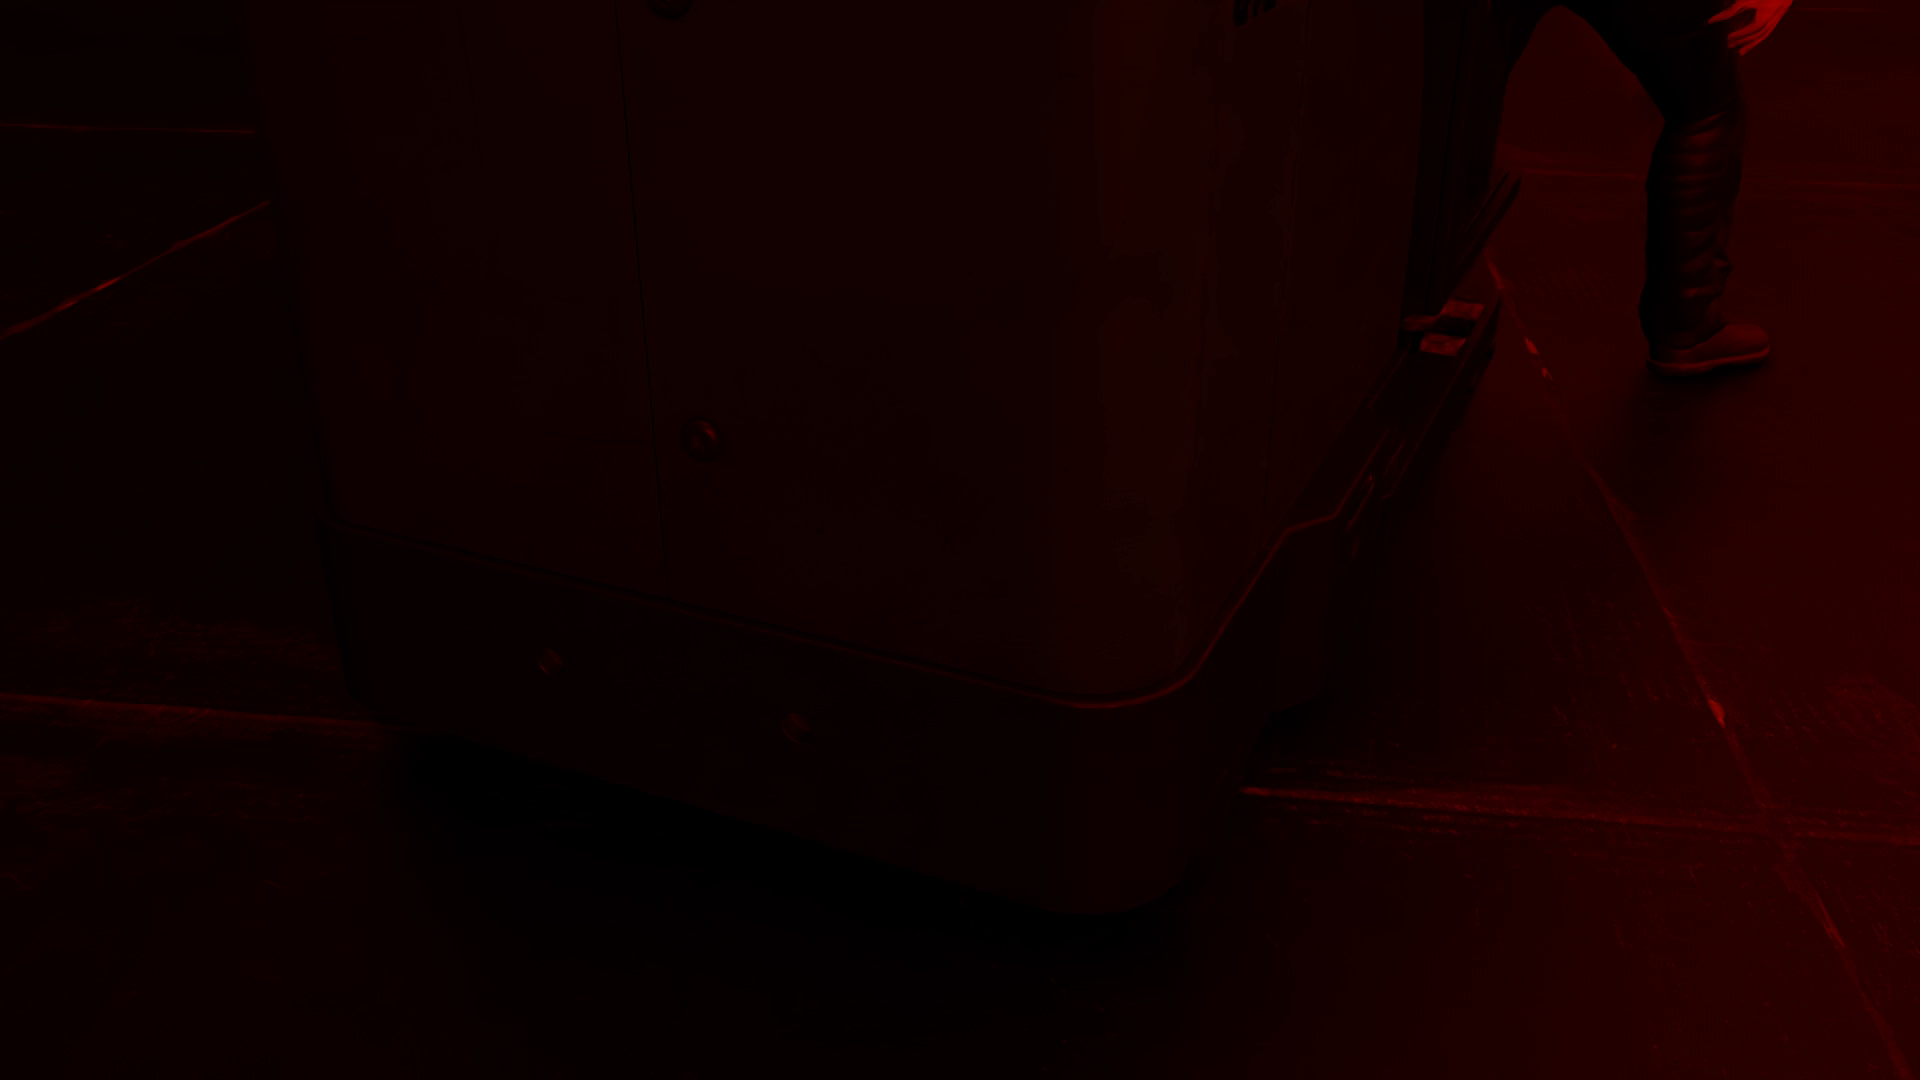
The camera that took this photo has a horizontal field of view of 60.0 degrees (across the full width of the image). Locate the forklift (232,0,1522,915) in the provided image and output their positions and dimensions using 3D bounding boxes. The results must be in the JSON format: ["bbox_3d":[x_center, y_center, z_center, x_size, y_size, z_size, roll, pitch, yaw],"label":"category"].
[{"bbox_3d":[0.342,-1.579,2.382,1.130,2.935,3.031,12,29,22],"label":"forklift"}]

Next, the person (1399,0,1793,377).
[{"bbox_3d":[1.094,-1.005,2.761,0.689,1.554,0.718,15,30,28],"label":"person"}]
